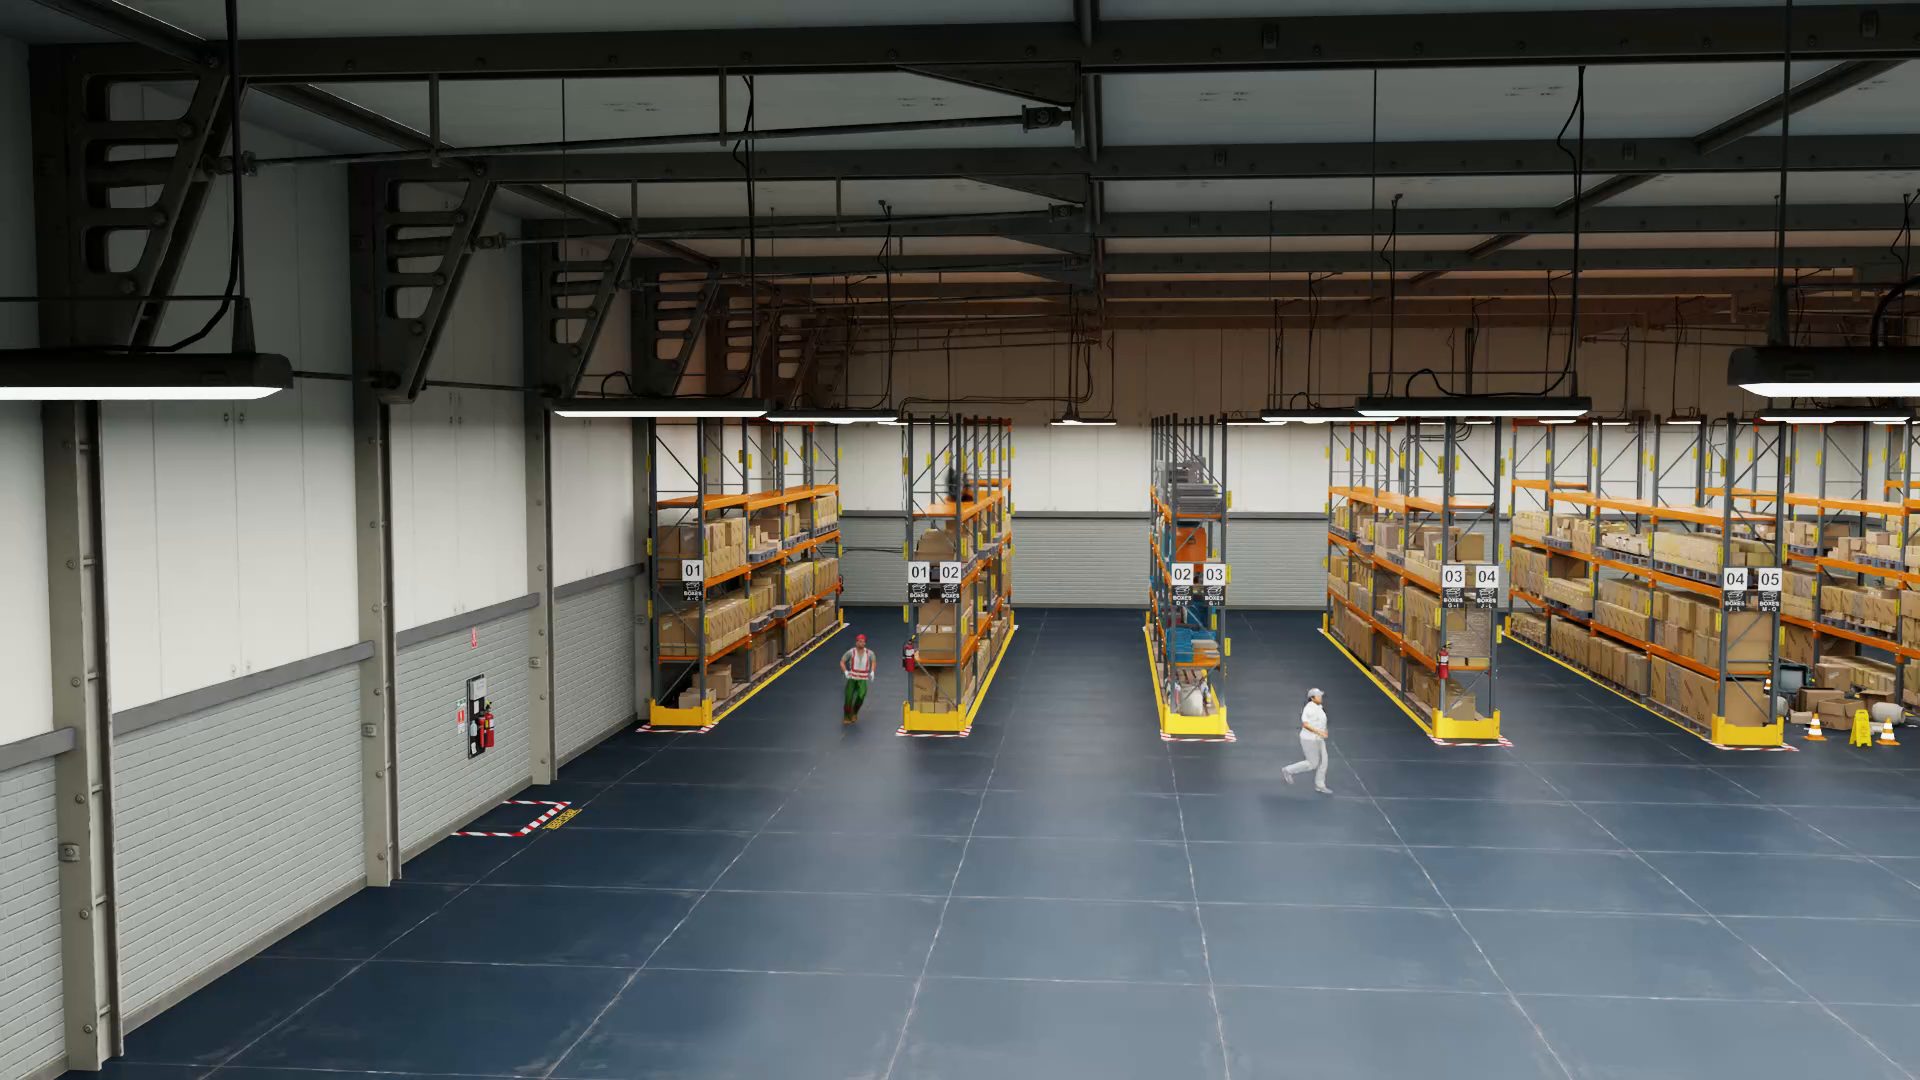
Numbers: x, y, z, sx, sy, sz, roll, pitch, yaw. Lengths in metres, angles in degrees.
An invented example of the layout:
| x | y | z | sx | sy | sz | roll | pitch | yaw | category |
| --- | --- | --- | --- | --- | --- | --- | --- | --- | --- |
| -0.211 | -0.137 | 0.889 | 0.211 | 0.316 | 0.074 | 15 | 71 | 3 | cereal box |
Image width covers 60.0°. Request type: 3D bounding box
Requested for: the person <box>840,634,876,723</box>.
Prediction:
| x | y | z | sx | sy | sz | roll | pitch | yaw | category |
| --- | --- | --- | --- | --- | --- | --- | --- | --- | --- |
| -1.962 | 2.686 | 32.127 | 0.717 | 1.726 | 0.596 | 0 | 4 | -6 | person |

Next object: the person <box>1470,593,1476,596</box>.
| x | y | z | sx | sy | sz | roll | pitch | yaw | category |
| --- | --- | --- | --- | --- | --- | --- | --- | --- | --- |
| 14.142 | 1.746 | 46.591 | 0.727 | 1.759 | 0.793 | -3 | 5 | -39 | person |

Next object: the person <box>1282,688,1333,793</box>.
| x | y | z | sx | sy | sz | roll | pitch | yaw | category |
| --- | --- | --- | --- | --- | --- | --- | --- | --- | --- |
| 5.518 | 3.152 | 26.237 | 0.767 | 1.663 | 0.613 | 2 | 4 | 29 | person |
